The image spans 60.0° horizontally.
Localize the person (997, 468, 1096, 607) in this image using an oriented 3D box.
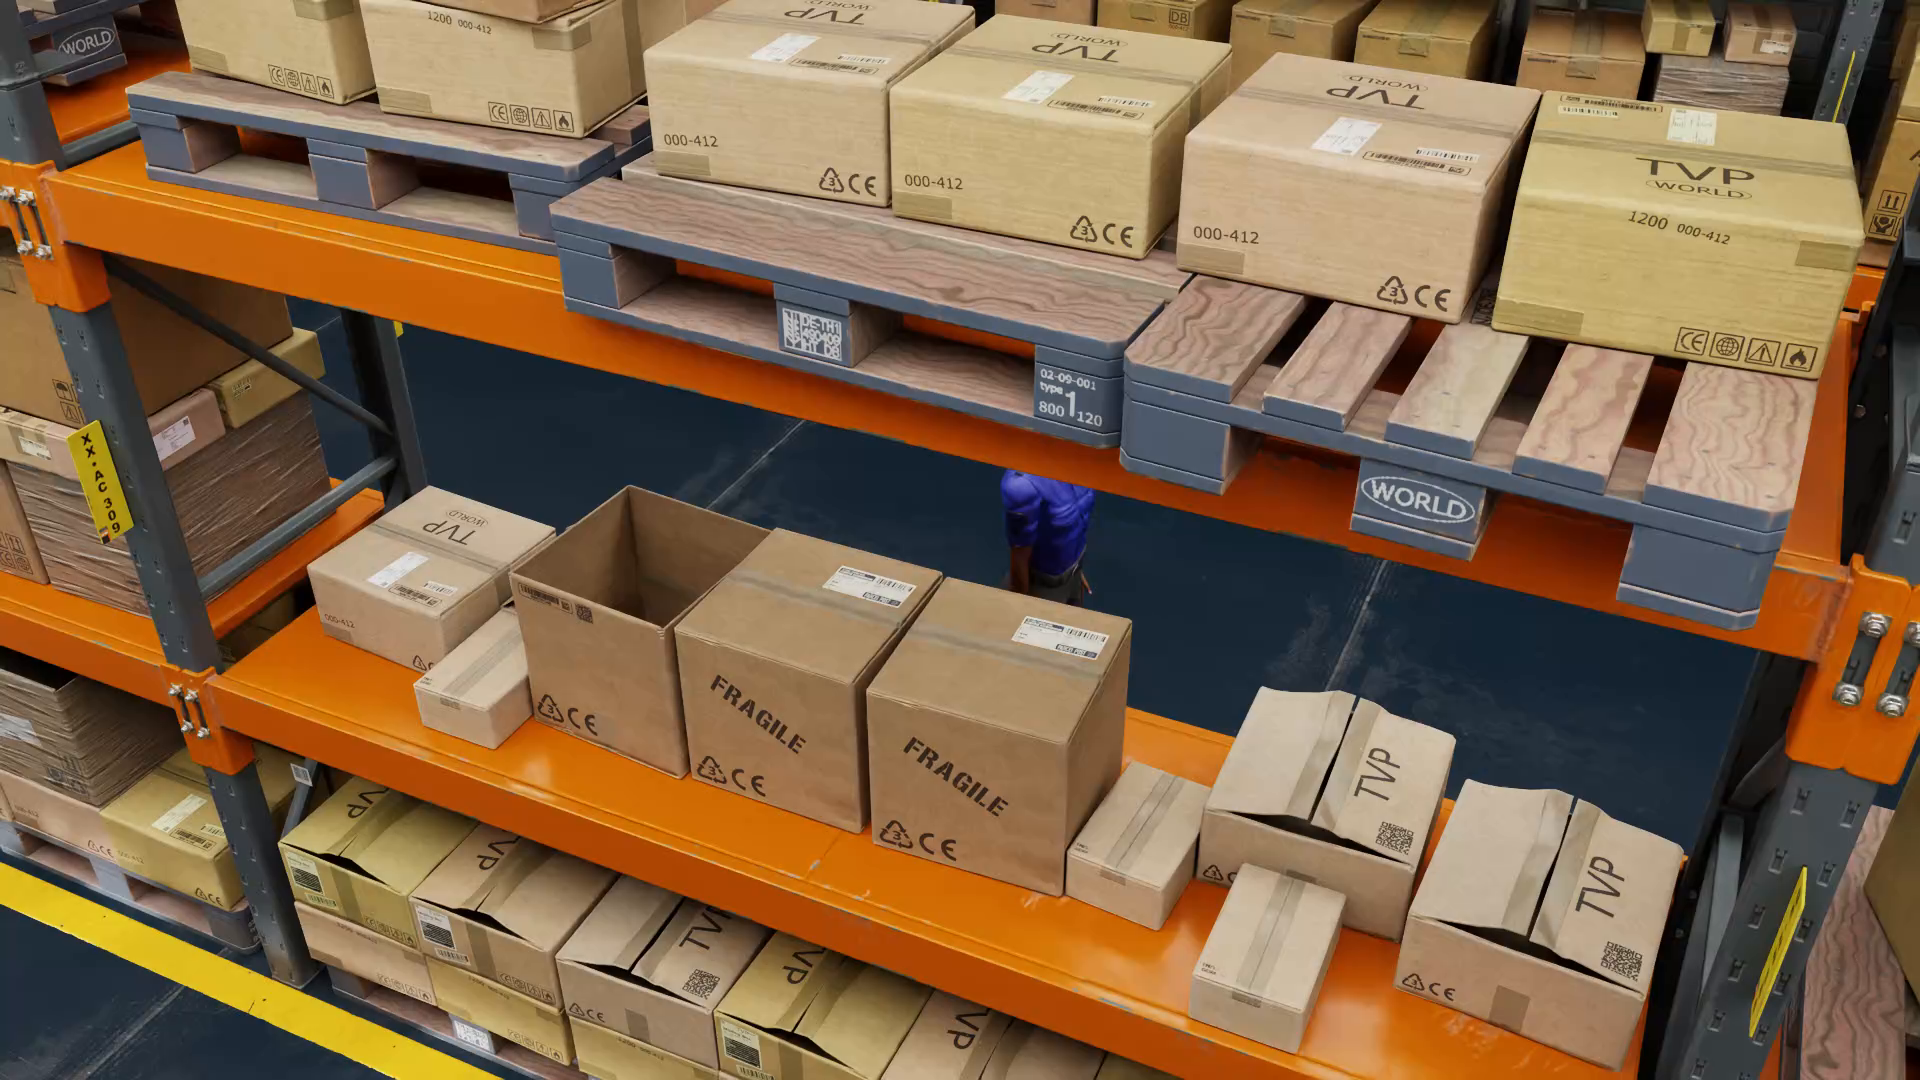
[{"bbox_3d":[0.325,0.180,5.886,0.425,1.661,0.434,16,37,22],"label":"person"}]
